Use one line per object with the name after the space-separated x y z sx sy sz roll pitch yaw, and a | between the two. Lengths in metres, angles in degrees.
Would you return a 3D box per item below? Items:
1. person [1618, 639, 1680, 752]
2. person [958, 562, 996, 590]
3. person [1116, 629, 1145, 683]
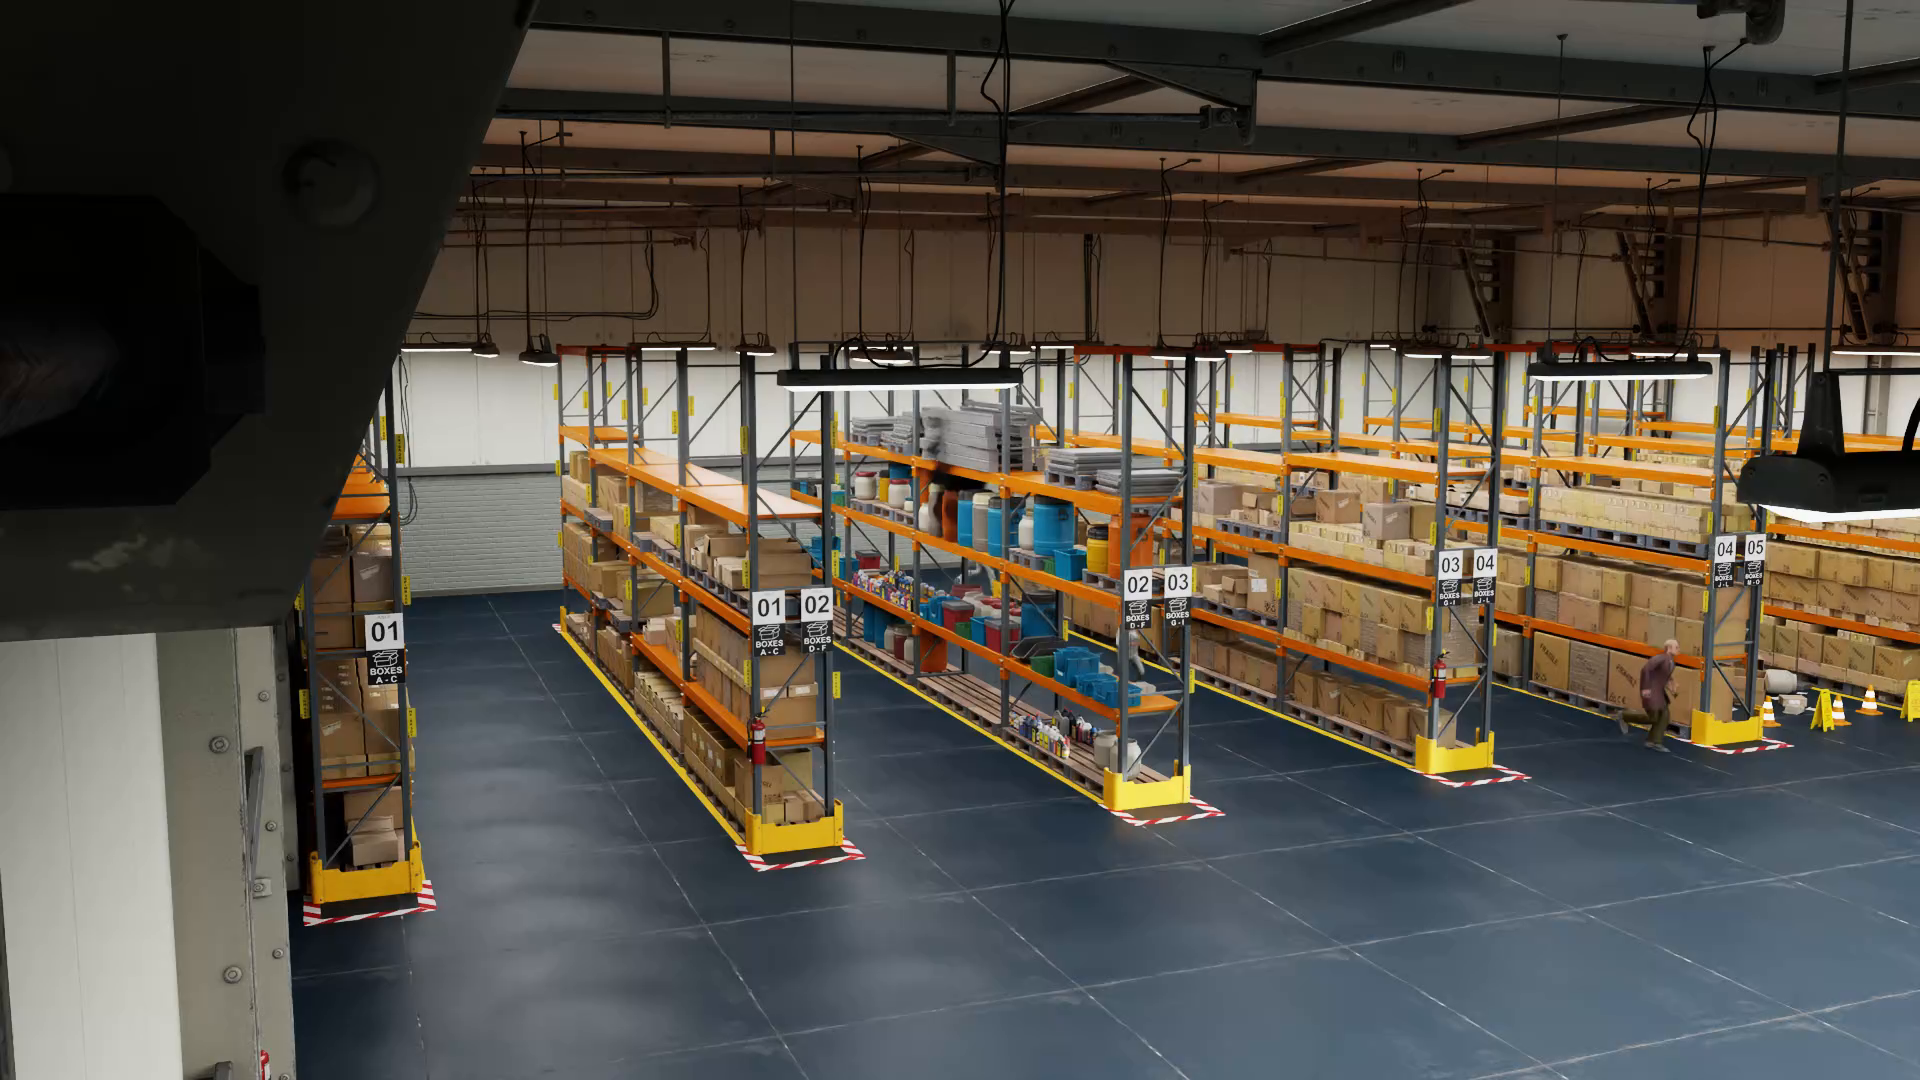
10.431 2.310 25.191 0.857 1.719 0.707 6 9 38 | person
0.505 0.450 39.960 1.123 1.663 0.536 0 7 2 | person
2.833 1.984 28.106 0.521 1.597 0.717 -4 8 -26 | person
